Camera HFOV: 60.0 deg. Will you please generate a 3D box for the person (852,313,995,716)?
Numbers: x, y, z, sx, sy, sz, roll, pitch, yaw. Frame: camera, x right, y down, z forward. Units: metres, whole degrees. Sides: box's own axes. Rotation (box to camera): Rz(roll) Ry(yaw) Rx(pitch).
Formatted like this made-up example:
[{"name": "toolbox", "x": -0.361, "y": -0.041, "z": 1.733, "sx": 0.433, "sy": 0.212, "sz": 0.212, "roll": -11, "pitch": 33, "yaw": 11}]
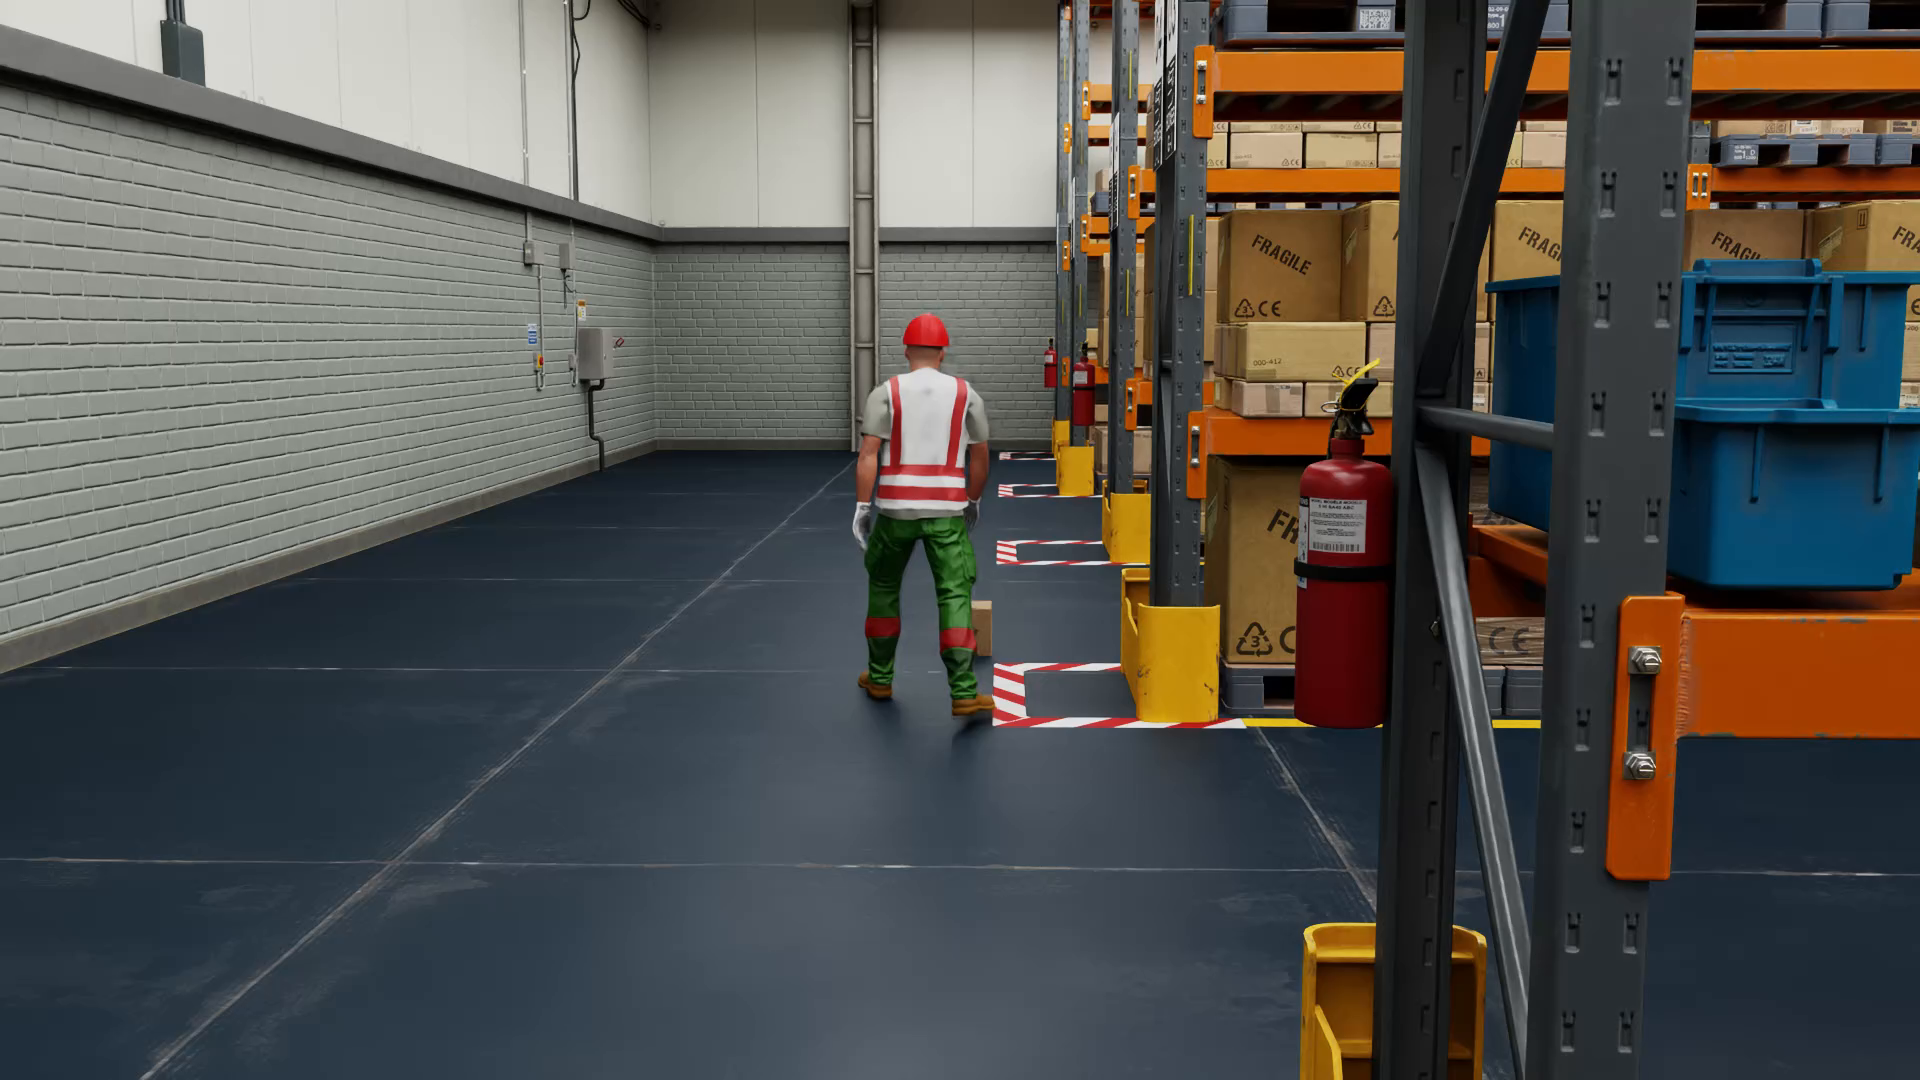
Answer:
[{"name": "person", "x": -0.163, "y": -0.124, "z": 7.299, "sx": 0.618, "sy": 1.728, "sz": 0.836, "roll": 0, "pitch": 7, "yaw": -2}]
